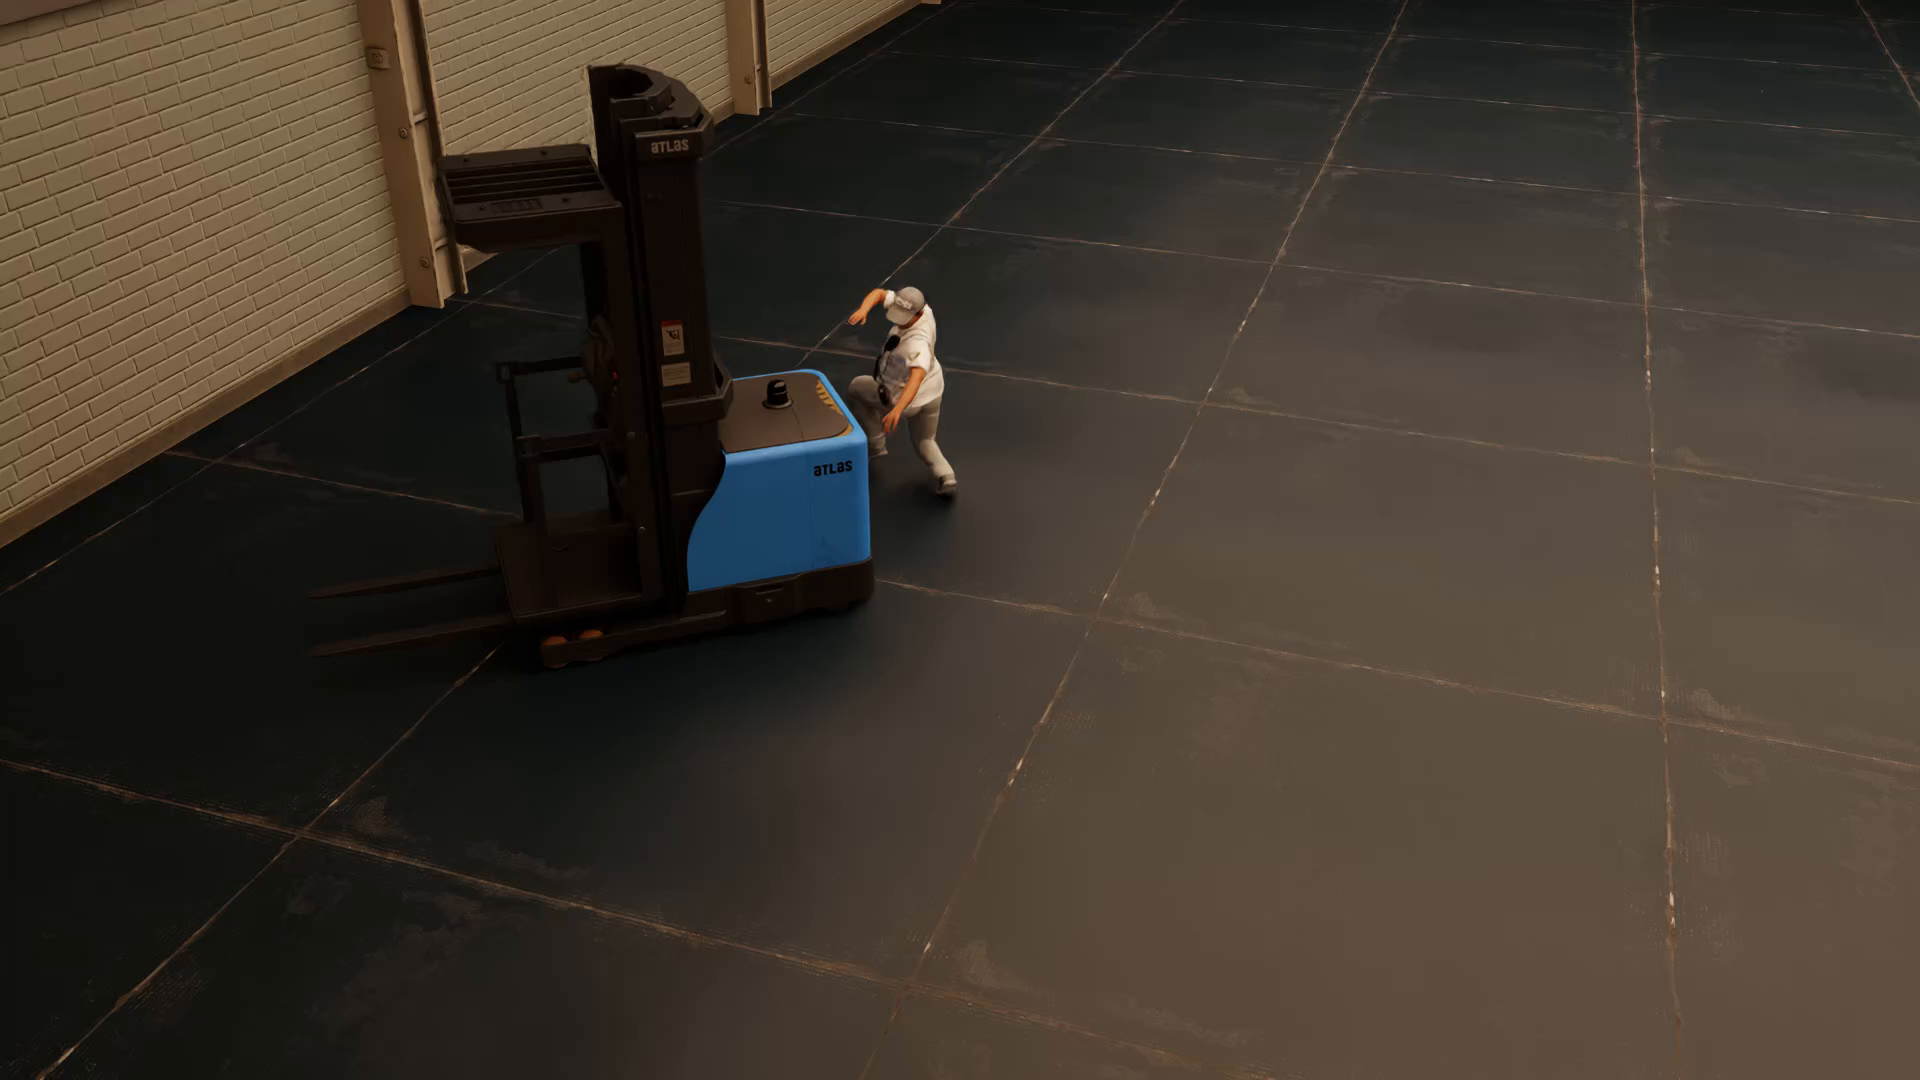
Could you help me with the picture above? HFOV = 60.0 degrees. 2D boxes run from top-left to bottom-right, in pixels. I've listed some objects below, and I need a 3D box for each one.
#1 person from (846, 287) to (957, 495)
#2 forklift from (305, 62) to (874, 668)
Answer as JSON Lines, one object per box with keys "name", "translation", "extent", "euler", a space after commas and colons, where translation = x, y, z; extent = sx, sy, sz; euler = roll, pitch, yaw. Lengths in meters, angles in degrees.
{"name": "person", "translation": [-0.452, -0.908, 10.313], "extent": [0.950, 1.387, 0.852], "euler": [21, 36, 32]}
{"name": "forklift", "translation": [-2.060, -0.884, 8.688], "extent": [3.031, 2.935, 1.130], "euler": [-10, 31, -17]}
